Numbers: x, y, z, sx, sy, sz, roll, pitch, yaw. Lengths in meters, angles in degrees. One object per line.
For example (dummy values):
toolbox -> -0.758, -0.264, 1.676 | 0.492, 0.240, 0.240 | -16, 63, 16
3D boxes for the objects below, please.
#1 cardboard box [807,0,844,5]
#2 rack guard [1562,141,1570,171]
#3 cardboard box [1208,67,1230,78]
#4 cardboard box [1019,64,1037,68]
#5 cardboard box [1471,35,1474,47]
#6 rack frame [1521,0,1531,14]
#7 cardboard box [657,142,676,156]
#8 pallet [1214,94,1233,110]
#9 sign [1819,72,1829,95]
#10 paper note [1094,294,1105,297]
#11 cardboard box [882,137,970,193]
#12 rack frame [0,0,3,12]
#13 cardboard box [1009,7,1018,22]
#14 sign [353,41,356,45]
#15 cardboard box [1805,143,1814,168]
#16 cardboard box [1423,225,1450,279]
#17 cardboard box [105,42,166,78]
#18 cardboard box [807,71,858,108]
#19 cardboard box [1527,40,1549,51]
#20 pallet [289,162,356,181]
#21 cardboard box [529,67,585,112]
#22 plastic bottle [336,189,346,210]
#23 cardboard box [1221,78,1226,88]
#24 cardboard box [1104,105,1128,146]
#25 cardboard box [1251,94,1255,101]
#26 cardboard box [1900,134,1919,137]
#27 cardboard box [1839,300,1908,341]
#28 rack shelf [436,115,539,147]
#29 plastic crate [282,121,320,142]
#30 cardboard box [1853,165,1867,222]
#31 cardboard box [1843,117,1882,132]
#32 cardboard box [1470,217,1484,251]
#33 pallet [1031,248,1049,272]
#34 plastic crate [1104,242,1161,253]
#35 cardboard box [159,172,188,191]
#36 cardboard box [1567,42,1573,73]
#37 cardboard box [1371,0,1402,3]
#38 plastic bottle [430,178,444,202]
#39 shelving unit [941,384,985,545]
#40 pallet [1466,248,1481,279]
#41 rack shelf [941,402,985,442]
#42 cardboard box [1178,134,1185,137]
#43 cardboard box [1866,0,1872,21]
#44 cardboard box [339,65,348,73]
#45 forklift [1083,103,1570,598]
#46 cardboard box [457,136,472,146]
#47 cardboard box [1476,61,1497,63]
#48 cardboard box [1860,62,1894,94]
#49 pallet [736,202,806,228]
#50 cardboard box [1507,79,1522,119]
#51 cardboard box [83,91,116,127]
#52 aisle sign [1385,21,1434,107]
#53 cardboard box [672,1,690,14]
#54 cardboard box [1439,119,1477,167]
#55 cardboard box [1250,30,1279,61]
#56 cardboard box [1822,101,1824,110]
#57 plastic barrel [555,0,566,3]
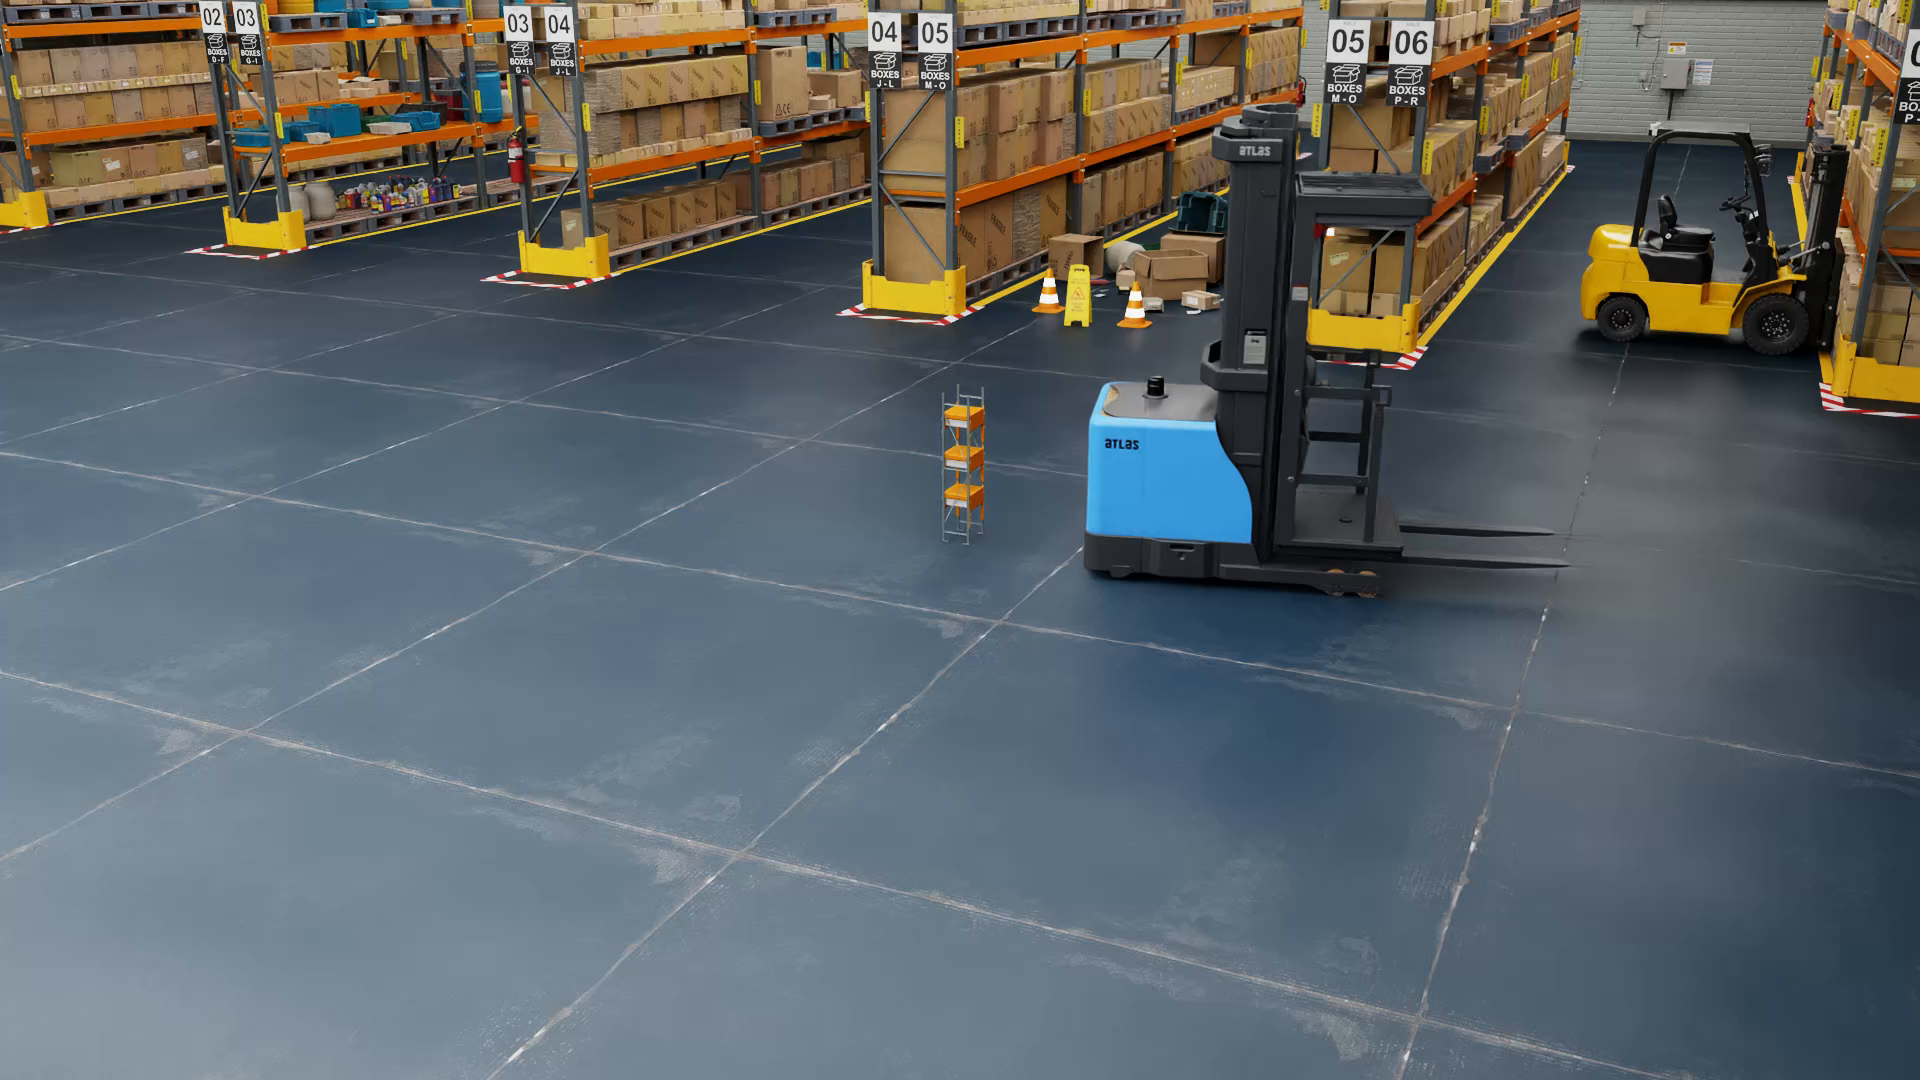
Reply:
cardboard box -> -2.101, -8.408, 25.261 | 0.500, 0.500, 0.500 | 9, 21, 24
rack guard -> 10.610, -7.115, 30.728 | 1.175, 0.500, 0.348 | 9, 21, 23
cardboard box -> 4.309, -7.839, 27.894 | 0.380, 0.149, 0.250 | 8, 21, 21
cardboard box -> 1.186, -9.219, 32.695 | 0.500, 0.250, 0.500 | 8, 21, 21
cardboard box -> 5.569, -5.627, 18.712 | 0.380, 0.149, 0.250 | 9, 21, 23
rack frame -> 7.324, -8.666, 22.407 | 1.000, 3.000, 0.127 | 9, 21, 23
cardboard box -> -3.956, -5.135, 21.806 | 0.380, 0.149, 0.250 | 9, 21, 23
pallet -> 3.959, -7.406, 28.105 | 1.003, 0.211, 1.213 | 9, 21, 23
sign -> 12.994, -6.862, 24.996 | 0.100, 0.325, 0.005 | 9, 21, 23
paper note -> 1.665, -2.876, 19.513 | 0.144, 0.017, 0.142 | 18, 26, 41
cardboard box -> -0.398, -4.233, 18.670 | 0.875, 0.550, 0.550 | 9, 21, 23
rack frame -> -14.029, -8.941, 23.179 | 1.000, 3.000, 0.127 | 9, 21, 23
cardboard box -> 0.441, -6.029, 19.067 | 0.380, 0.149, 0.250 | 8, 21, 22
sign -> -13.137, -10.898, 36.025 | 0.100, 0.325, 0.005 | 9, 21, 23
cardboard box -> 14.793, -6.453, 28.235 | 0.797, 0.503, 0.637 | 8, 21, 21
cardboard box -> 5.063, -3.178, 18.287 | 0.500, 0.500, 0.500 | 9, 21, 24
cardboard box -> -12.978, -7.551, 26.139 | 0.700, 0.500, 0.500 | 9, 21, 23
cardboard box -> -2.039, -7.089, 26.150 | 0.700, 0.500, 0.500 | 12, 23, 31
cardboard box -> 9.328, -7.947, 26.729 | 0.380, 0.149, 0.250 | 8, 21, 22
pallet -> -11.627, -6.628, 29.791 | 1.003, 0.211, 1.213 | 9, 21, 23
cardboard box -> -4.993, -5.614, 20.693 | 0.500, 0.500, 0.500 | 9, 21, 23
plastic bottle -> -9.128, -5.021, 24.507 | 0.061, 0.283, 0.133 | 9, 22, 24
cardboard box -> 4.211, -7.625, 27.738 | 0.380, 0.149, 0.250 | 10, 22, 25
cardboard box -> 2.003, -5.743, 22.991 | 0.500, 0.500, 0.500 | 8, 21, 22
cardboard box -> 5.035, -7.894, 29.564 | 0.380, 0.149, 0.250 | 8, 21, 20
cardboard box -> 9.360, -3.968, 16.589 | 0.380, 0.149, 0.250 | 8, 21, 22
cardboard box -> 8.492, -2.044, 15.469 | 0.500, 0.250, 0.500 | 8, 21, 22
rack shelf -> -7.054, -6.928, 27.548 | 1.077, 0.370, 4.000 | 9, 21, 23
plastic crate -> -9.308, -5.755, 23.396 | 0.499, 0.251, 0.408 | 9, 21, 23
cardboard box -> 9.167, -3.417, 16.450 | 0.500, 0.500, 0.500 | 9, 21, 23
cardboard box -> 10.688, -4.911, 19.683 | 0.380, 0.149, 0.250 | 8, 21, 21
cardboard box -> 6.190, -3.957, 21.415 | 0.950, 0.372, 0.625 | 10, 22, 26
pallet -> 0.746, -3.729, 21.640 | 1.003, 0.211, 1.213 | 9, 21, 23
plastic crate -> 2.253, -3.734, 21.603 | 0.662, 0.188, 0.450 | -14, 14, -33
cardboard box -> -12.786, -5.761, 26.668 | 0.500, 0.250, 0.500 | 9, 21, 23
cardboard box -> 10.433, -8.459, 29.137 | 0.500, 0.500, 0.500 | 9, 21, 23
cardboard box -> 4.297, -5.433, 16.977 | 0.380, 0.149, 0.250 | 9, 21, 23
plastic bottle -> -7.953, -5.320, 25.249 | 0.144, 0.351, 0.185 | 7, 21, 20
shelving unit -> 0.022, -0.511, 11.339 | 0.215, 1.050, 0.252 | 9, 21, 23
pallet -> 6.004, -3.541, 21.111 | 1.003, 0.211, 1.213 | 9, 21, 23
rack shelf -> 0.022, -0.768, 11.247 | 0.215, 0.259, 0.240 | 9, 21, 23
cardboard box -> 3.433, -6.576, 27.467 | 0.500, 0.250, 0.500 | 9, 22, 25
cardboard box -> 10.605, -6.042, 18.863 | 0.500, 0.311, 0.500 | 8, 21, 21
cardboard box -> -13.516, -10.210, 36.046 | 0.380, 0.149, 0.250 | 9, 21, 23
forklift -> 2.368, -1.210, 10.497 | 3.031, 2.935, 1.130 | 3, 20, 9
cardboard box -> -9.886, -8.003, 32.568 | 0.500, 0.500, 0.500 | 8, 21, 22
cardboard box -> 7.500, -6.710, 24.217 | 0.500, 0.500, 0.500 | 9, 21, 24
cardboard box -> 14.345, -7.224, 25.965 | 0.500, 0.500, 0.500 | 8, 21, 21
pallet -> -3.037, -4.901, 24.934 | 1.003, 0.211, 1.213 | 9, 21, 23
cardboard box -> 7.392, -6.047, 22.777 | 0.500, 0.500, 0.500 | 8, 21, 21
cardboard box -> -13.407, -6.614, 25.442 | 0.700, 0.500, 0.500 | 9, 21, 23
aisle sign -> 4.306, -4.557, 15.927 | 0.394, 0.787, 0.004 | 9, 21, 23
cardboard box -> -3.759, -6.964, 21.727 | 0.380, 0.149, 0.250 | 10, 22, 25
cardboard box -> 5.731, -4.634, 19.429 | 0.500, 0.500, 0.500 | 8, 21, 21
cardboard box -> 5.456, -8.940, 30.046 | 0.500, 0.500, 0.500 | 8, 21, 21
cardboard box -> 12.573, -6.145, 23.844 | 0.396, 0.266, 0.258 | 10, 22, 25
plastic barrel -> -6.543, -8.806, 27.484 | 0.301, 0.262, 0.301 | 0, 20, 0
